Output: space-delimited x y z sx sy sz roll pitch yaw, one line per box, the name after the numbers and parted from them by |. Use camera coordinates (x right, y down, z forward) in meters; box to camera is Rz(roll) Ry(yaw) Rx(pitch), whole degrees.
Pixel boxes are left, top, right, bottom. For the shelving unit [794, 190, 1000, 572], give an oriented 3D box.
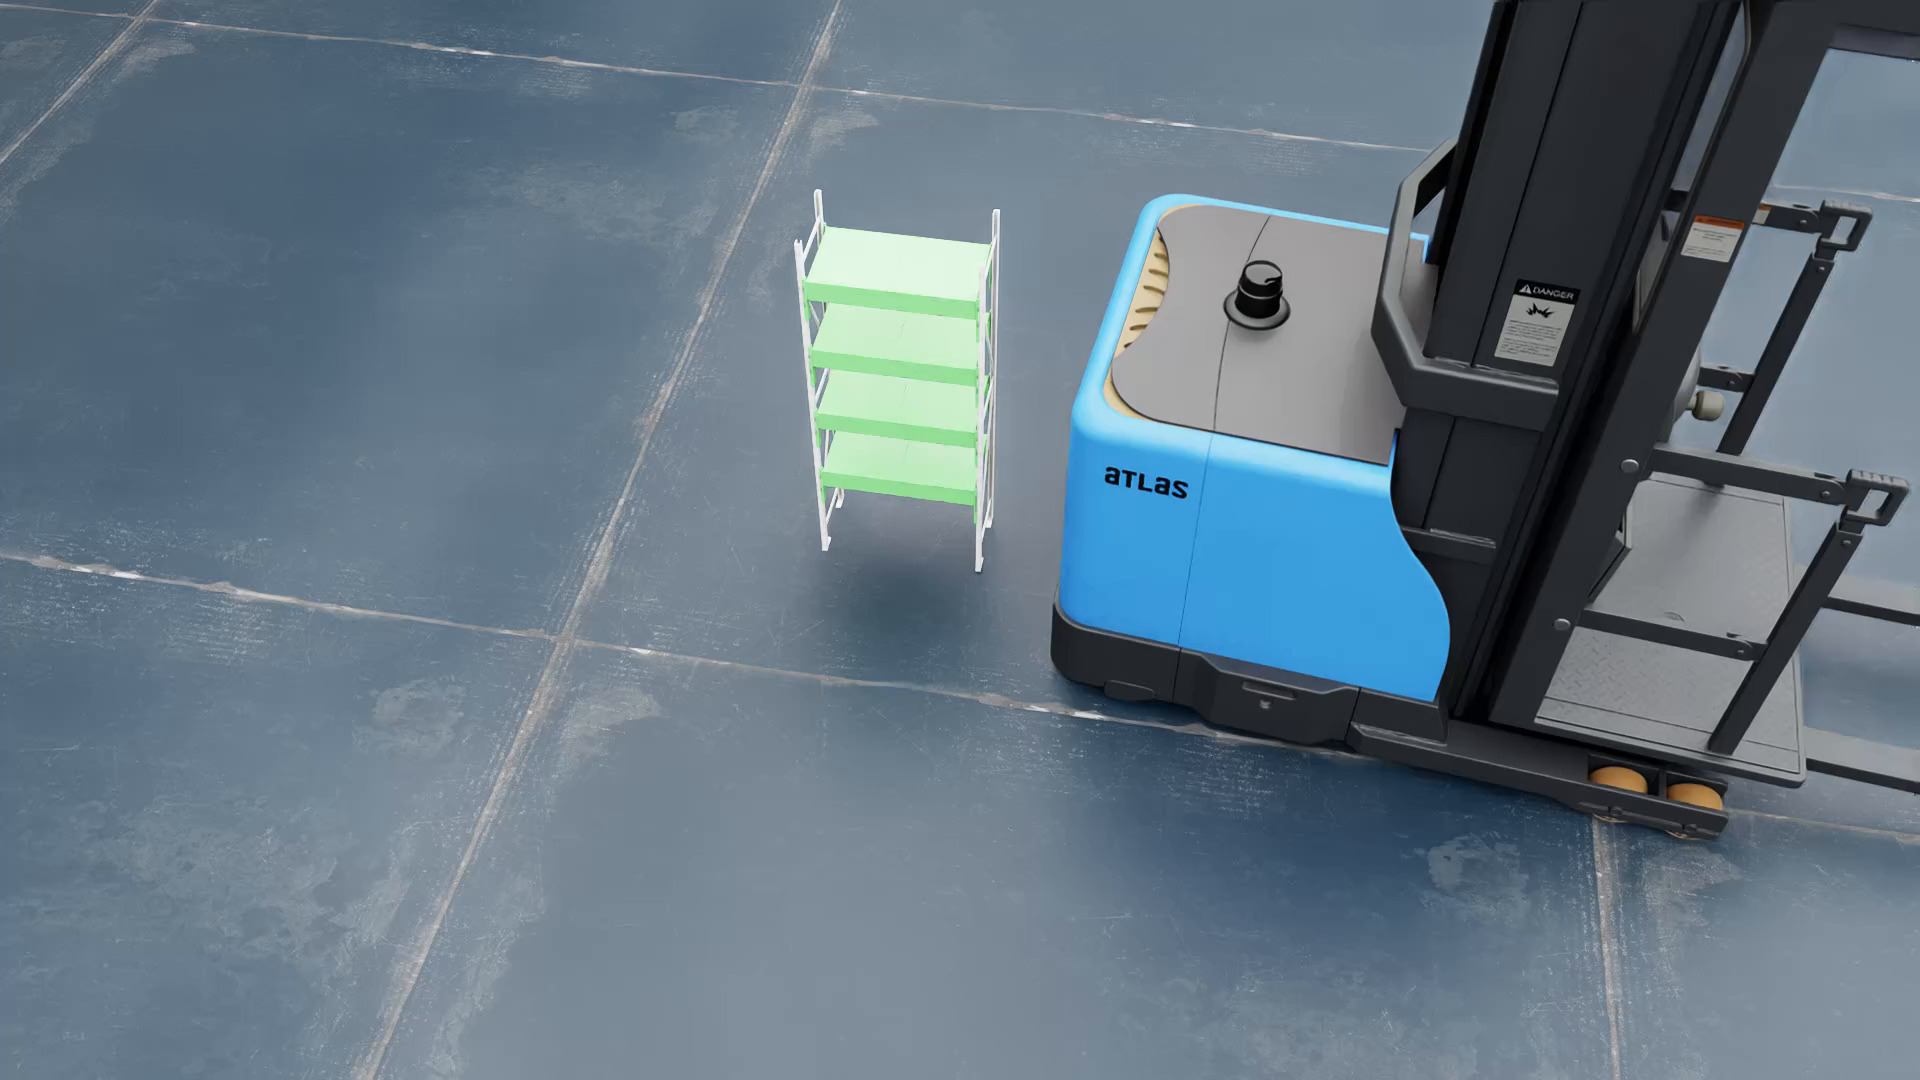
-0.163 -0.423 4.823 0.503 1.200 0.258 8 49 7 | shelving unit

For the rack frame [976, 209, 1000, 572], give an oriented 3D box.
0.077 -0.391 4.794 0.015 1.200 0.240 8 49 7 | rack frame

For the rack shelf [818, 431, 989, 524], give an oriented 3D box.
-0.163 -0.220 5.049 0.480 0.148 0.258 8 49 7 | rack shelf

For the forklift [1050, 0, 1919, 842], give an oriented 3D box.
1.840 -0.610 3.828 3.031 2.935 1.130 12 49 11 | forklift

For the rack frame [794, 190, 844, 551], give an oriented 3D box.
-0.403 -0.455 4.852 0.015 1.200 0.240 8 49 7 | rack frame

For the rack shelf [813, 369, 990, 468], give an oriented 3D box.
-0.163 -0.380 4.871 0.480 0.148 0.258 8 49 7 | rack shelf

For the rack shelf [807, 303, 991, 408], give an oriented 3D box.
-0.163 -0.541 4.692 0.480 0.148 0.258 8 49 7 | rack shelf

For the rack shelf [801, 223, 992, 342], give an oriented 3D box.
-0.163 -0.701 4.514 0.480 0.148 0.258 8 49 7 | rack shelf
